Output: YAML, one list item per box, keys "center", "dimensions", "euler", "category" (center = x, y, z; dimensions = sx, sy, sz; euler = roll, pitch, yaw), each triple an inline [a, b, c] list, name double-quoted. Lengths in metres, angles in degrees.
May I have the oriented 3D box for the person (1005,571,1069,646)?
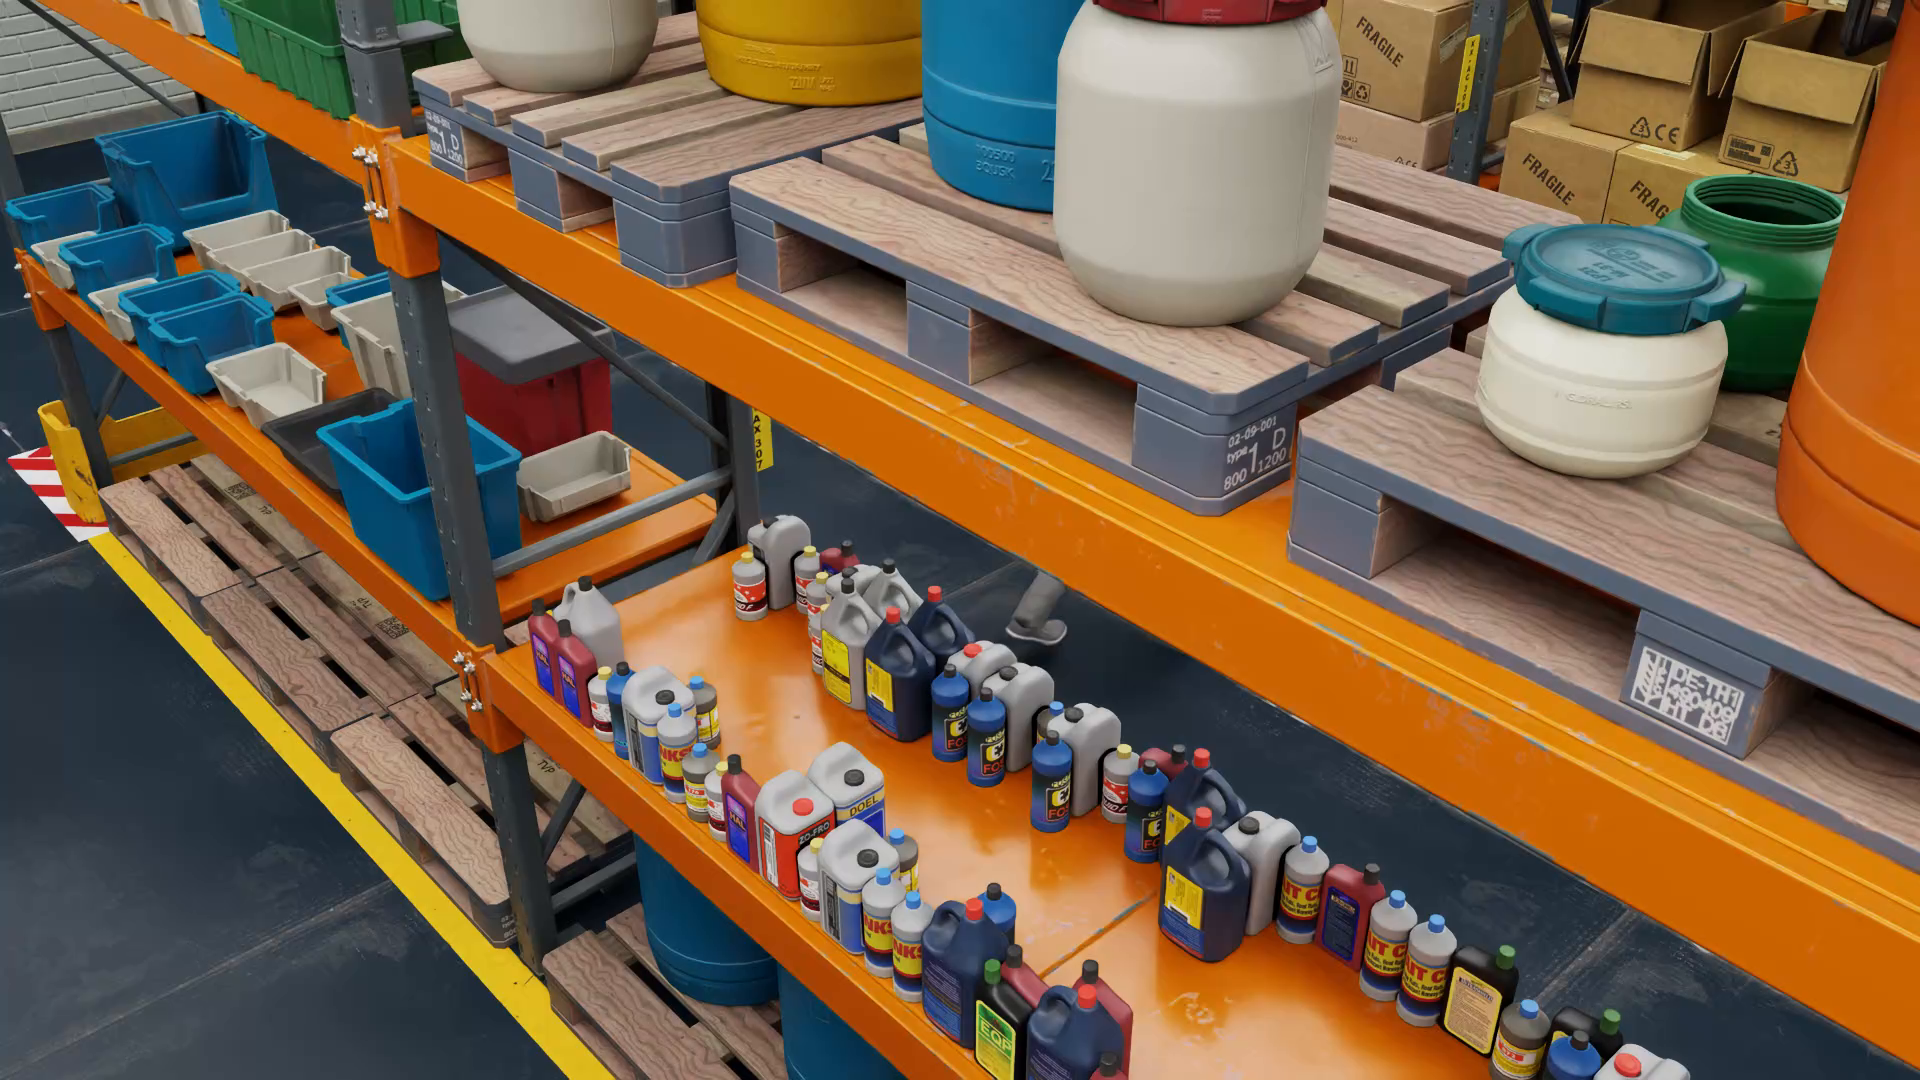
- center: [0.697, -0.272, 6.574]
  dimensions: [1.018, 1.620, 0.465]
  euler: [-21, 37, -29]
  category: "person"
